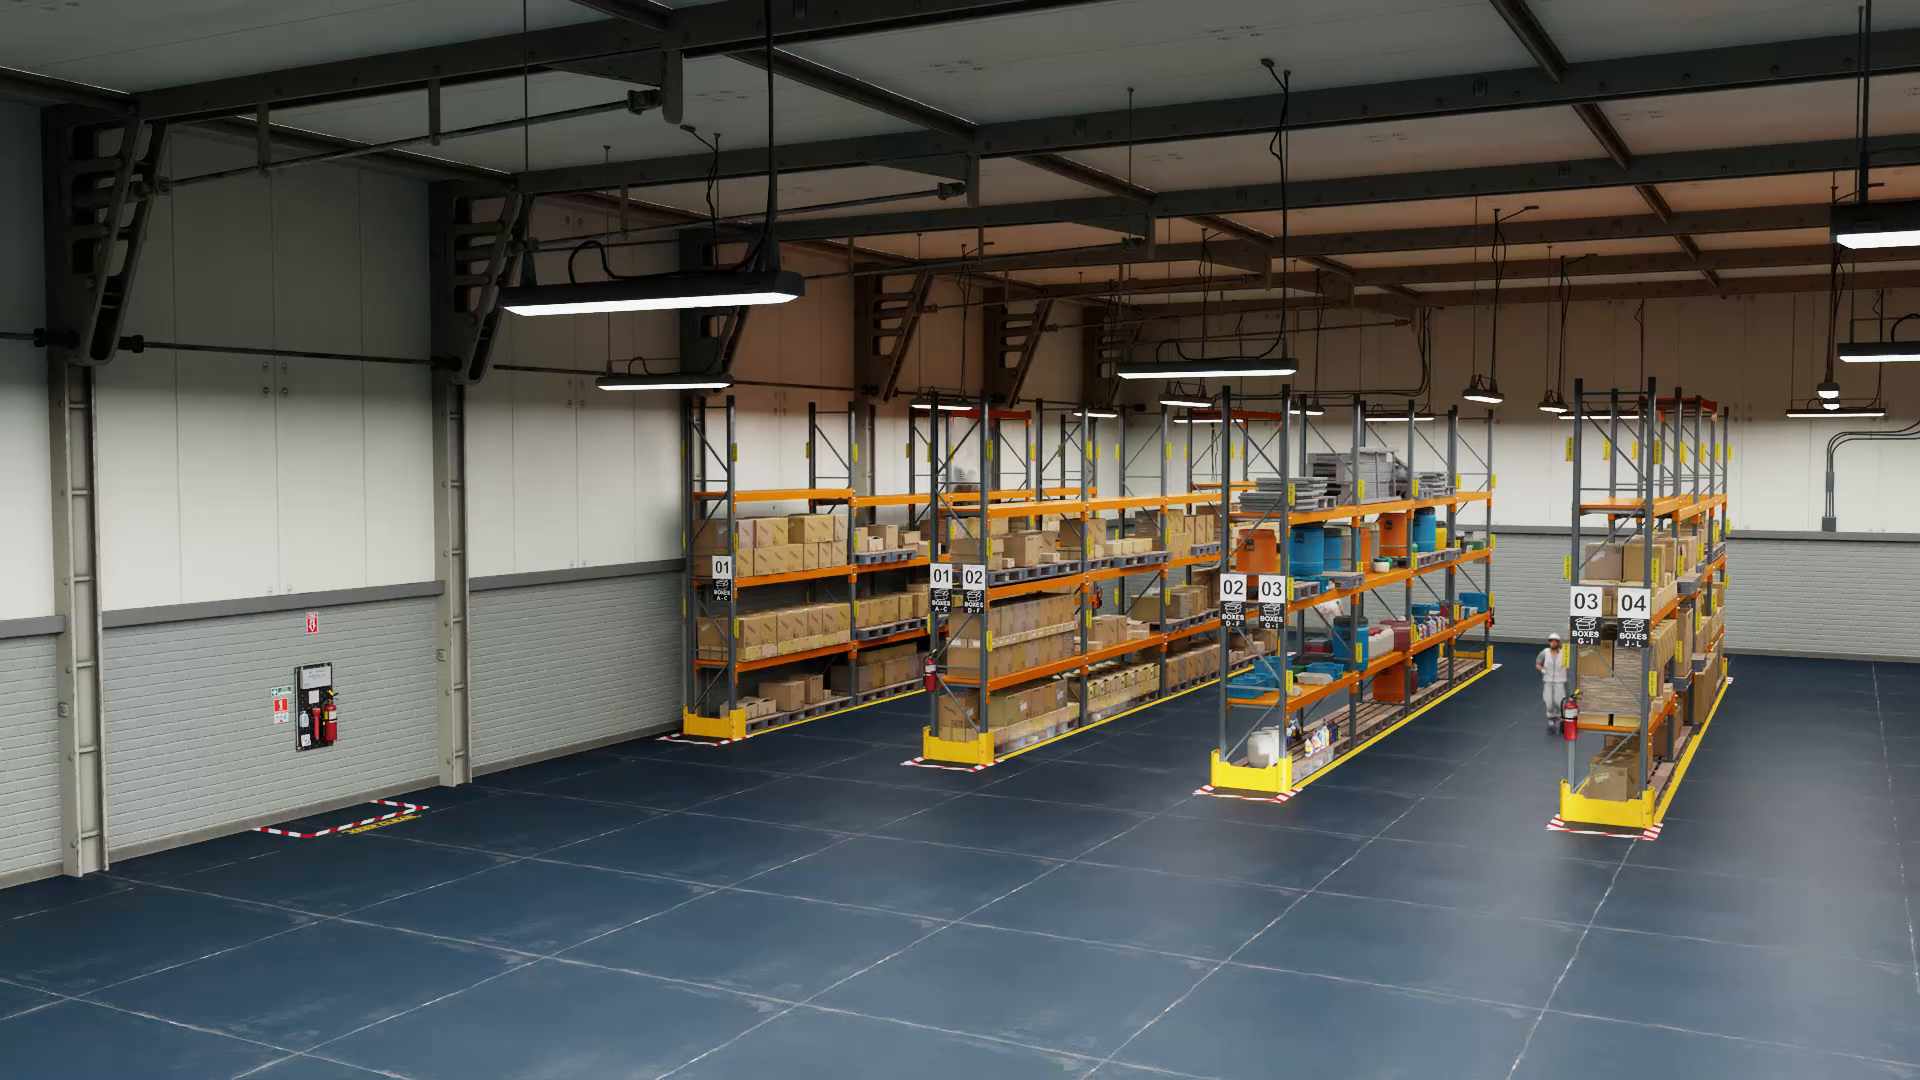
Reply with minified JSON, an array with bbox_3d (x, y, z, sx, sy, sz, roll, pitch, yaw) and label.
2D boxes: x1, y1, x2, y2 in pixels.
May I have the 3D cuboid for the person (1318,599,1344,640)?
[{"bbox_3d":[8.998,1.993,40.273,0.706,1.737,0.939,0,3,-2],"label":"person"}]

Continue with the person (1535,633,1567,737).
[{"bbox_3d":[10.543,2.576,29.462,0.687,1.850,0.742,2,3,27],"label":"person"}]
